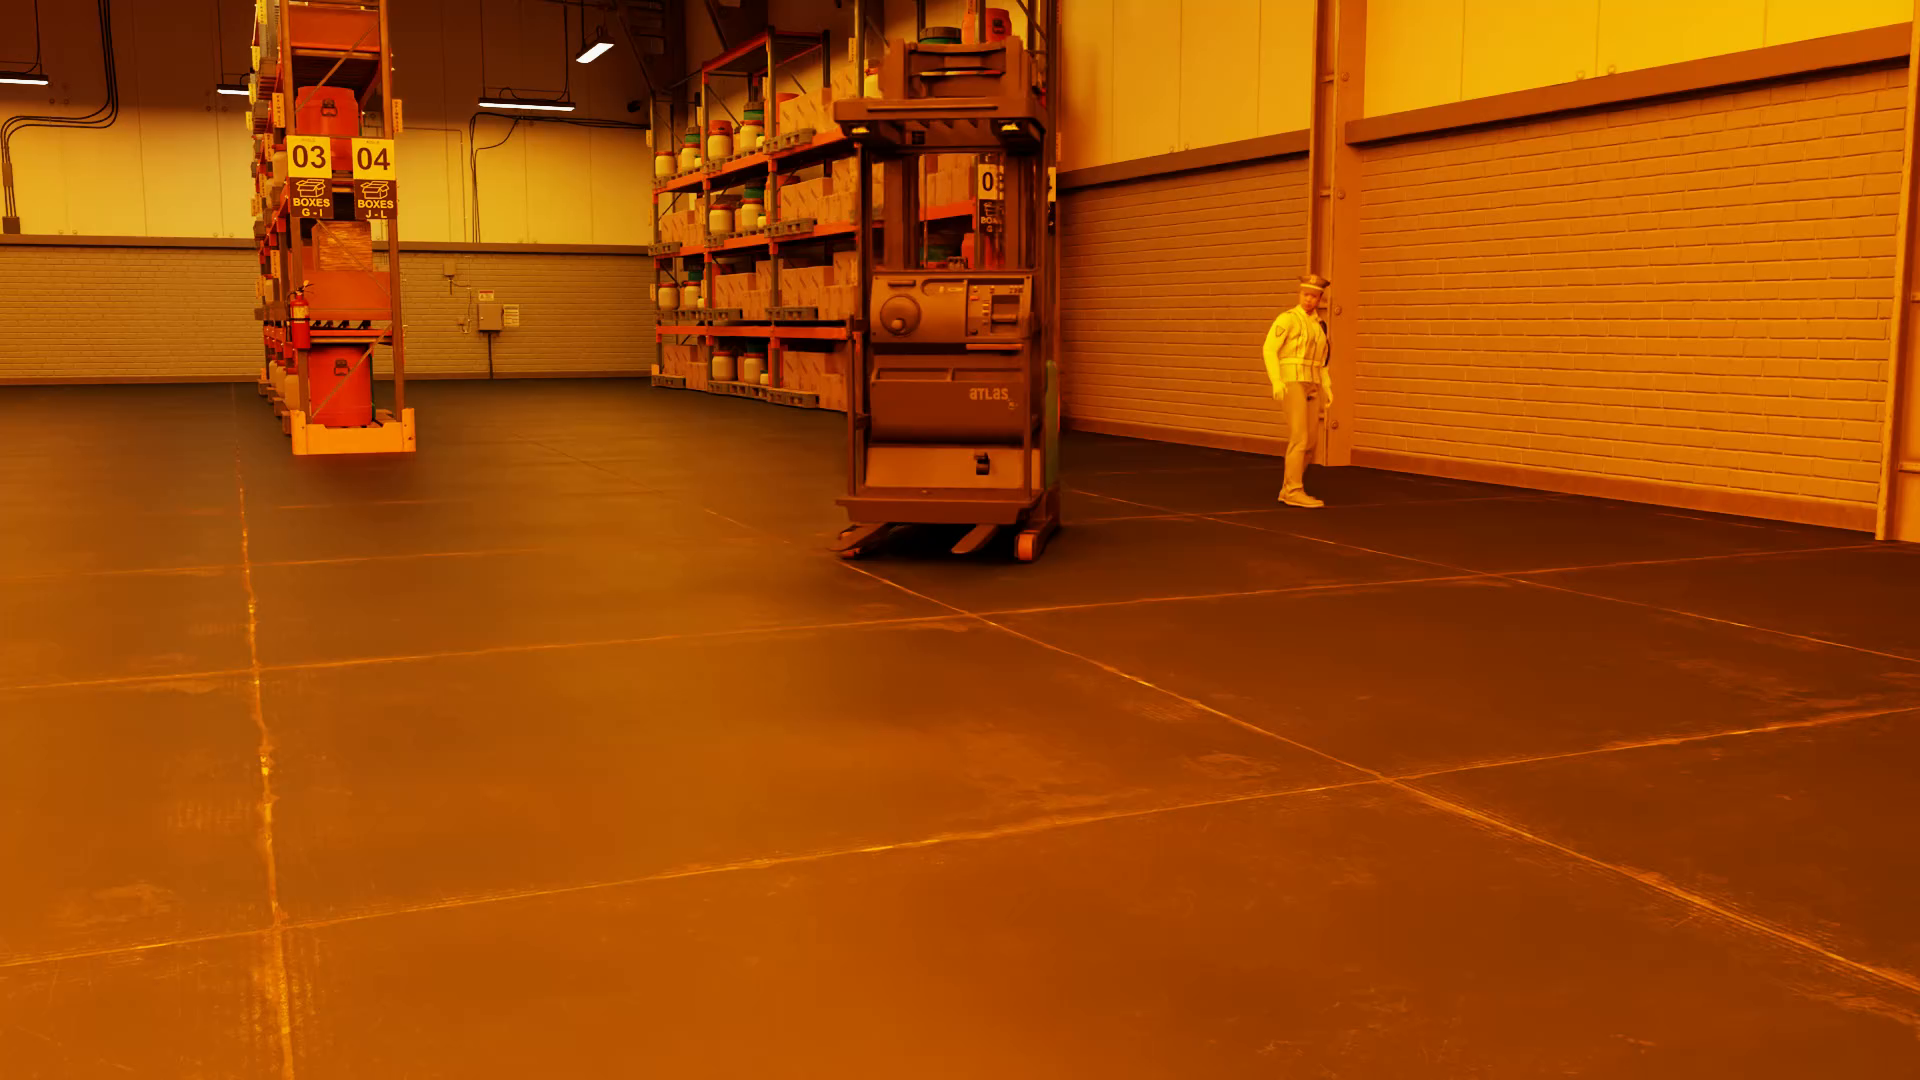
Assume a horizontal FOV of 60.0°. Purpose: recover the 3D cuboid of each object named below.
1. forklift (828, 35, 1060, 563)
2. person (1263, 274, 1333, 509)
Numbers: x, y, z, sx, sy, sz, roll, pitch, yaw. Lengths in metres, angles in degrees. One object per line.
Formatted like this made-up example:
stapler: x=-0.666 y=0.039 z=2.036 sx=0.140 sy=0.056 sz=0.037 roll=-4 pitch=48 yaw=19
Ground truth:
forklift: x=-0.080 y=-1.374 z=9.360 sx=1.130 sy=2.935 sz=3.031 roll=1 pitch=8 yaw=8
person: x=2.506 y=-1.076 z=11.991 sx=0.459 sy=1.658 sz=0.687 roll=7 pitch=10 yaw=41
